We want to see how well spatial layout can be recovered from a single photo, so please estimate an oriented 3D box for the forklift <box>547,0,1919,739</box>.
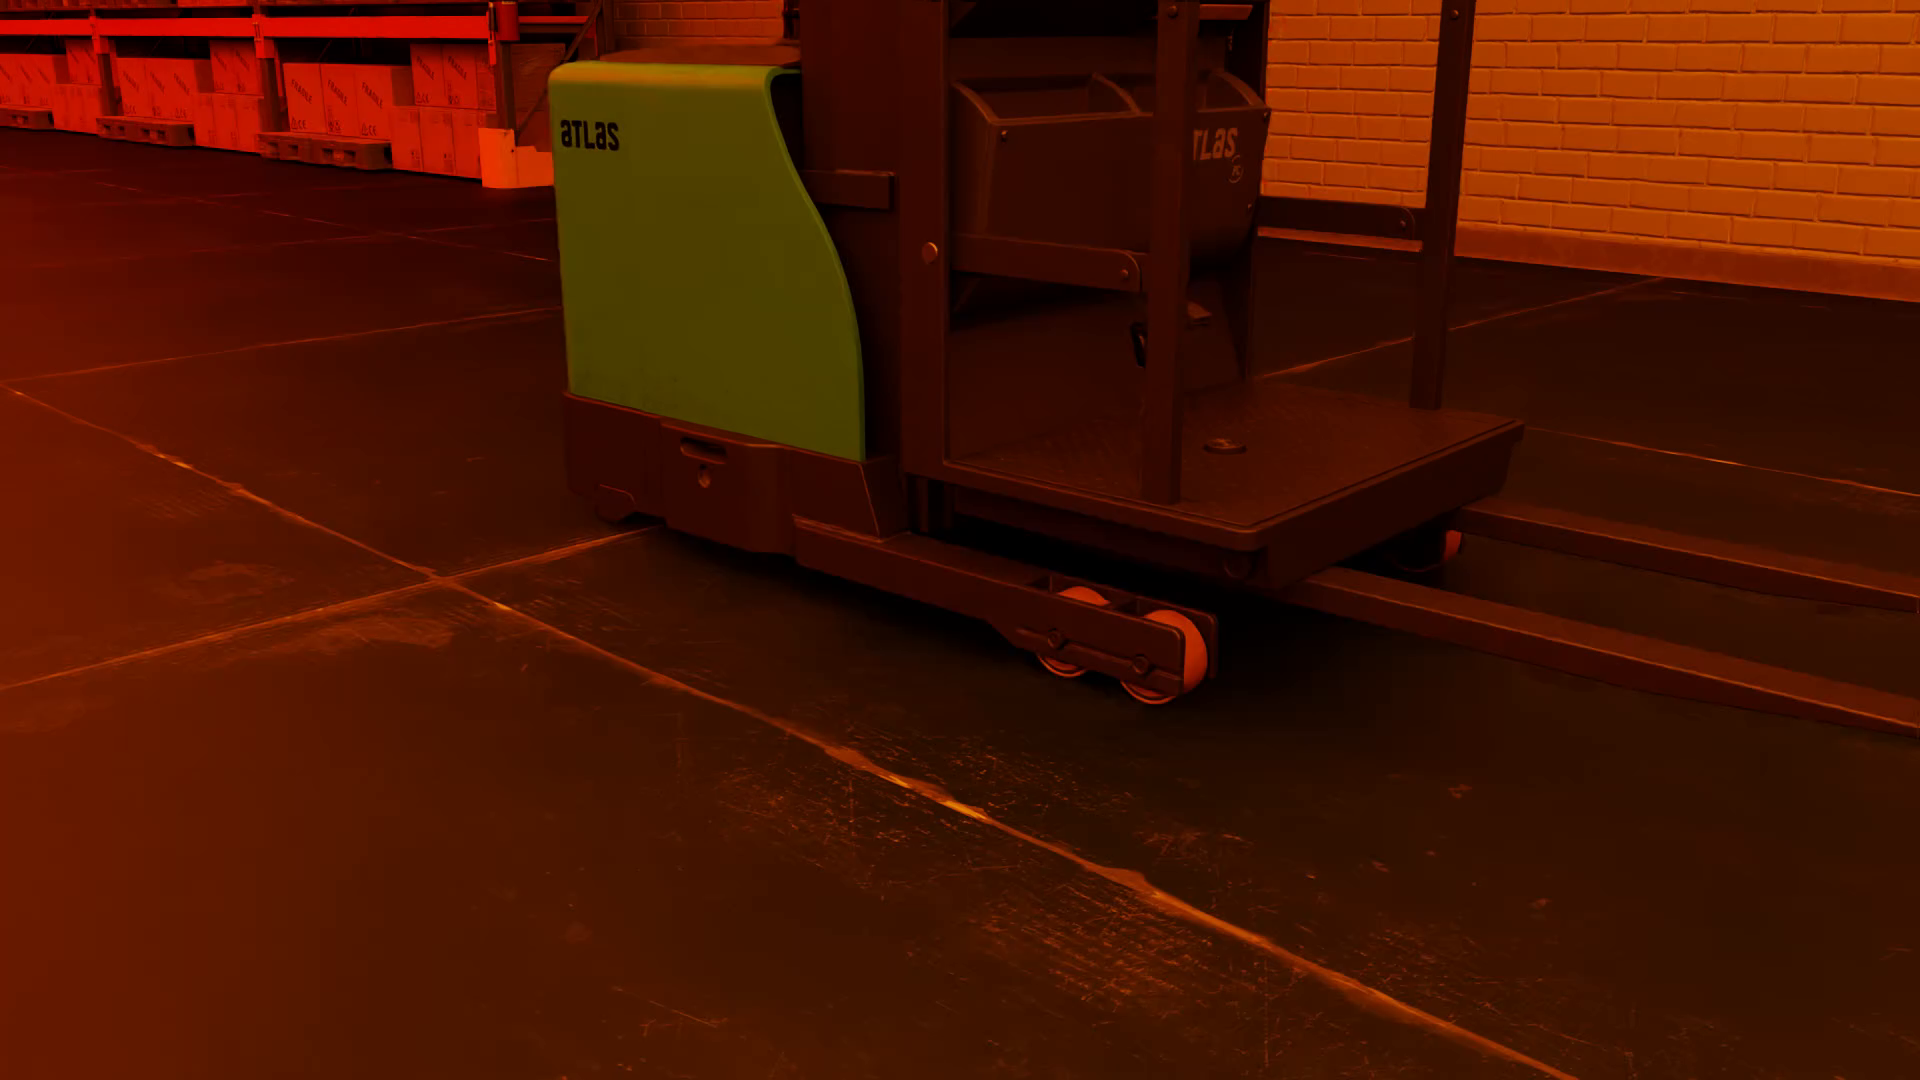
[{"bbox_3d":[0.477,-1.283,3.081,3.031,2.935,1.130,15,22,39],"label":"forklift"}]
